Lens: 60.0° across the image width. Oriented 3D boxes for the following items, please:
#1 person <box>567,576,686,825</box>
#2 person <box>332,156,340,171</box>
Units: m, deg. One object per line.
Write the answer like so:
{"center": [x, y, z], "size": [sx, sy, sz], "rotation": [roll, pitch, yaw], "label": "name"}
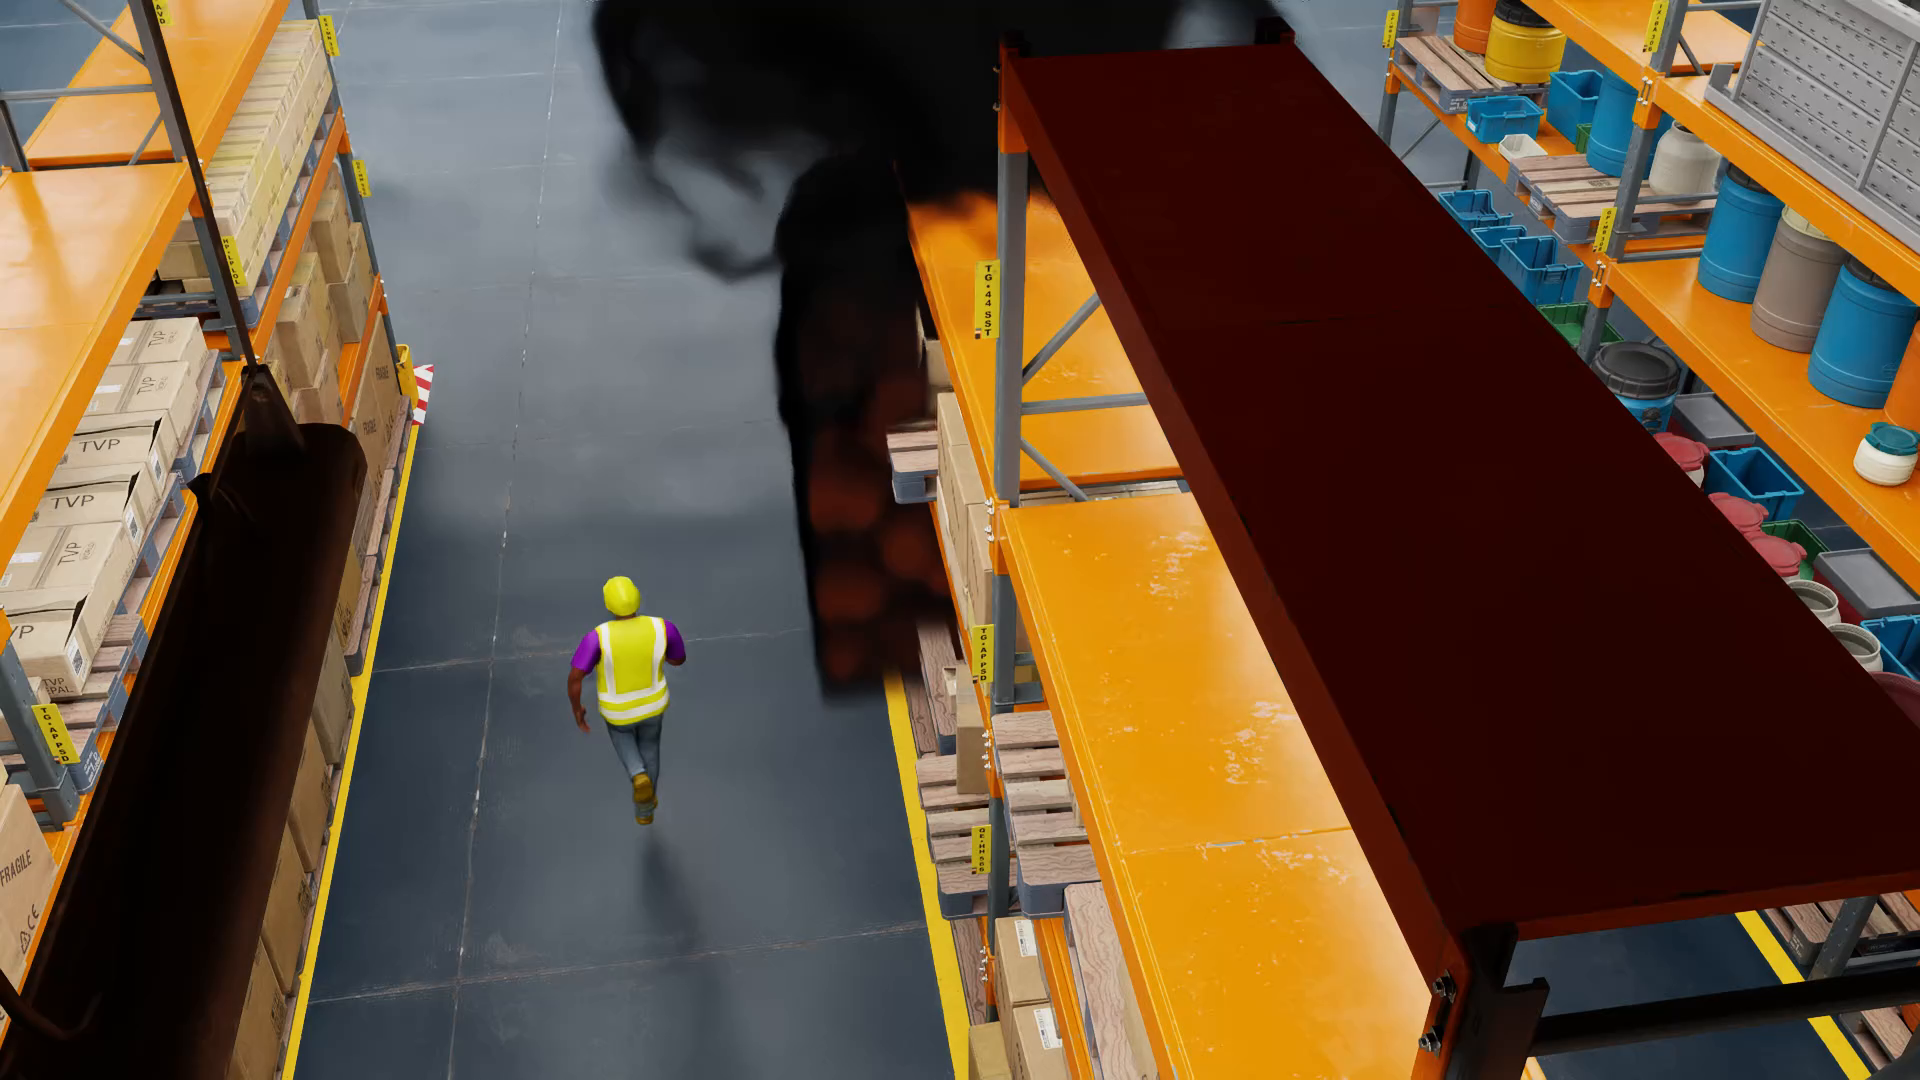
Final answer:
{"center": [-2.034, 0.966, 10.215], "size": [0.749, 1.731, 0.648], "rotation": [-14, 38, -18], "label": "person"}
{"center": [-7.429, -4.955, 18.810], "size": [0.582, 1.633, 0.549], "rotation": [17, 40, 22], "label": "person"}
